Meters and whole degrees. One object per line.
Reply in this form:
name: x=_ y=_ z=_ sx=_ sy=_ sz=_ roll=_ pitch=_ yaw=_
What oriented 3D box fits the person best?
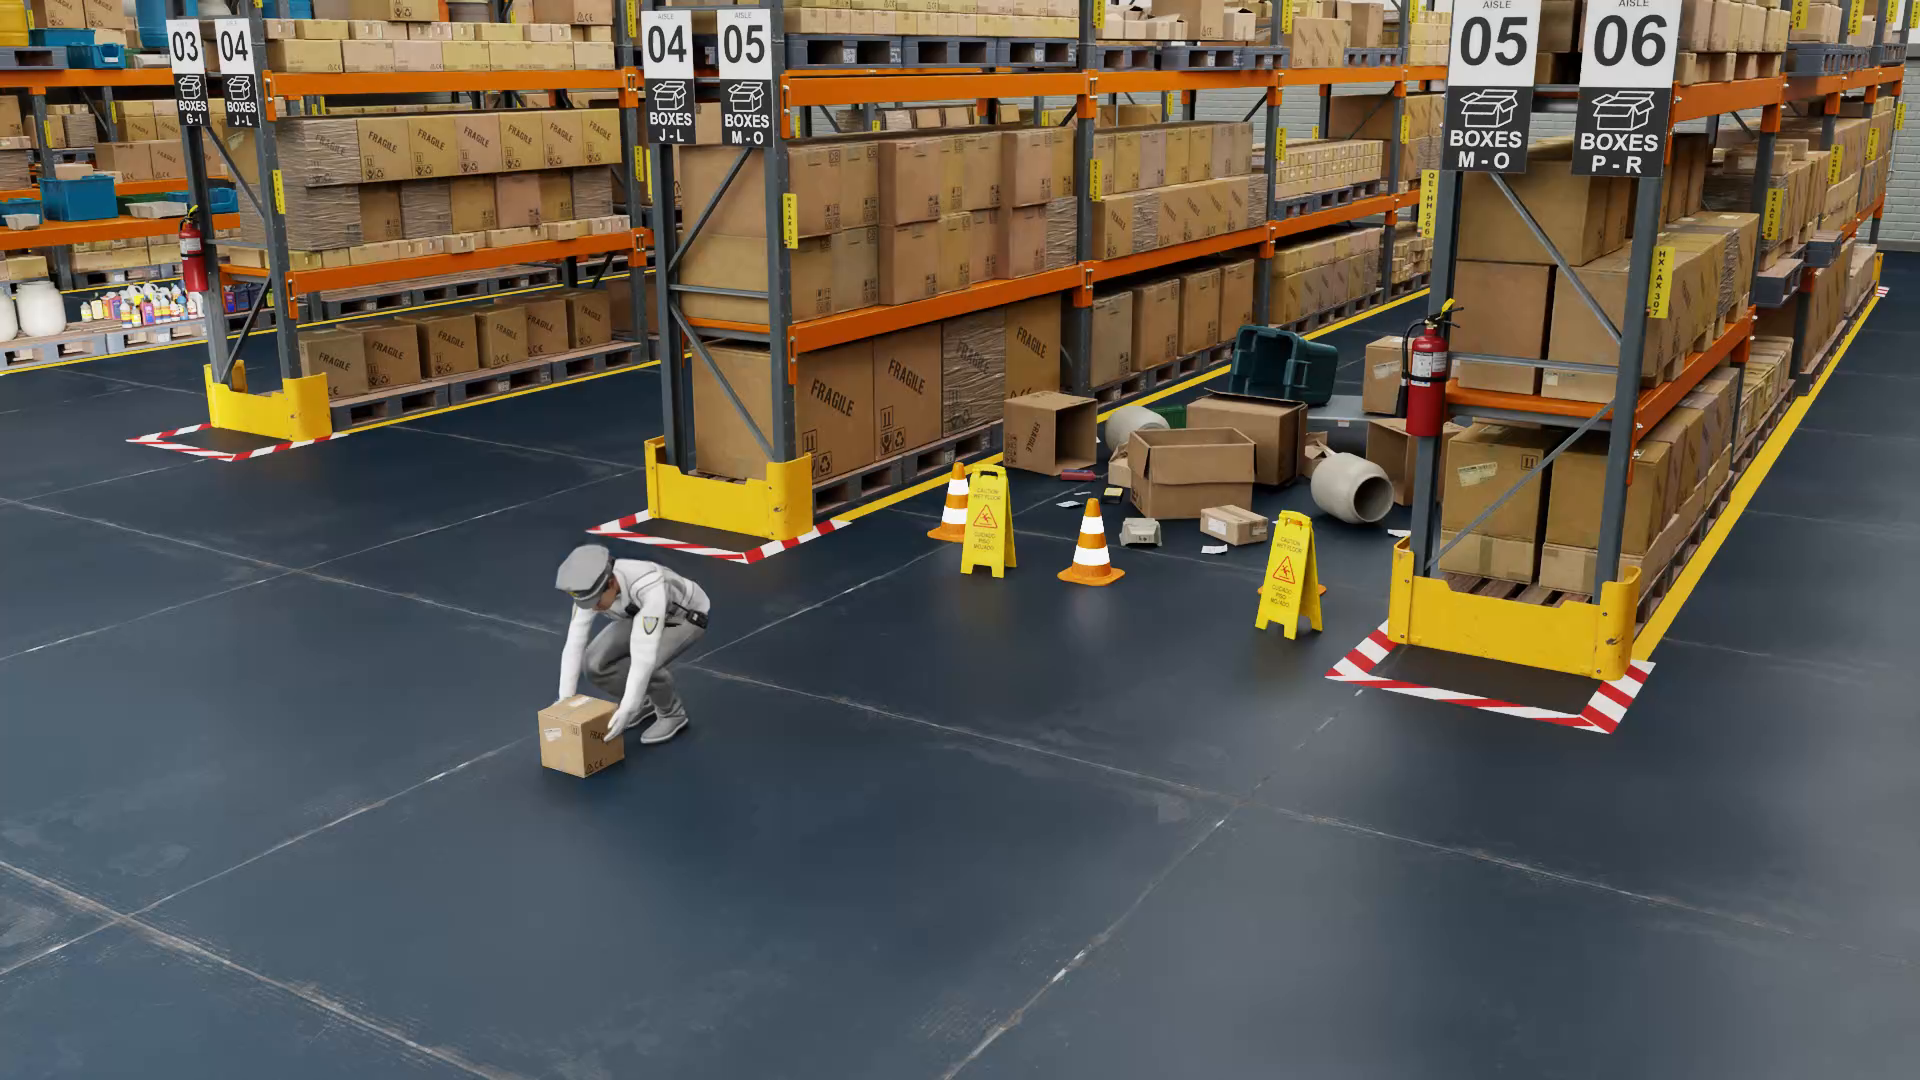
person: x=-1.438 y=0.426 z=7.339 sx=0.495 sy=0.962 sz=0.847 roll=10 pitch=19 yaw=30
